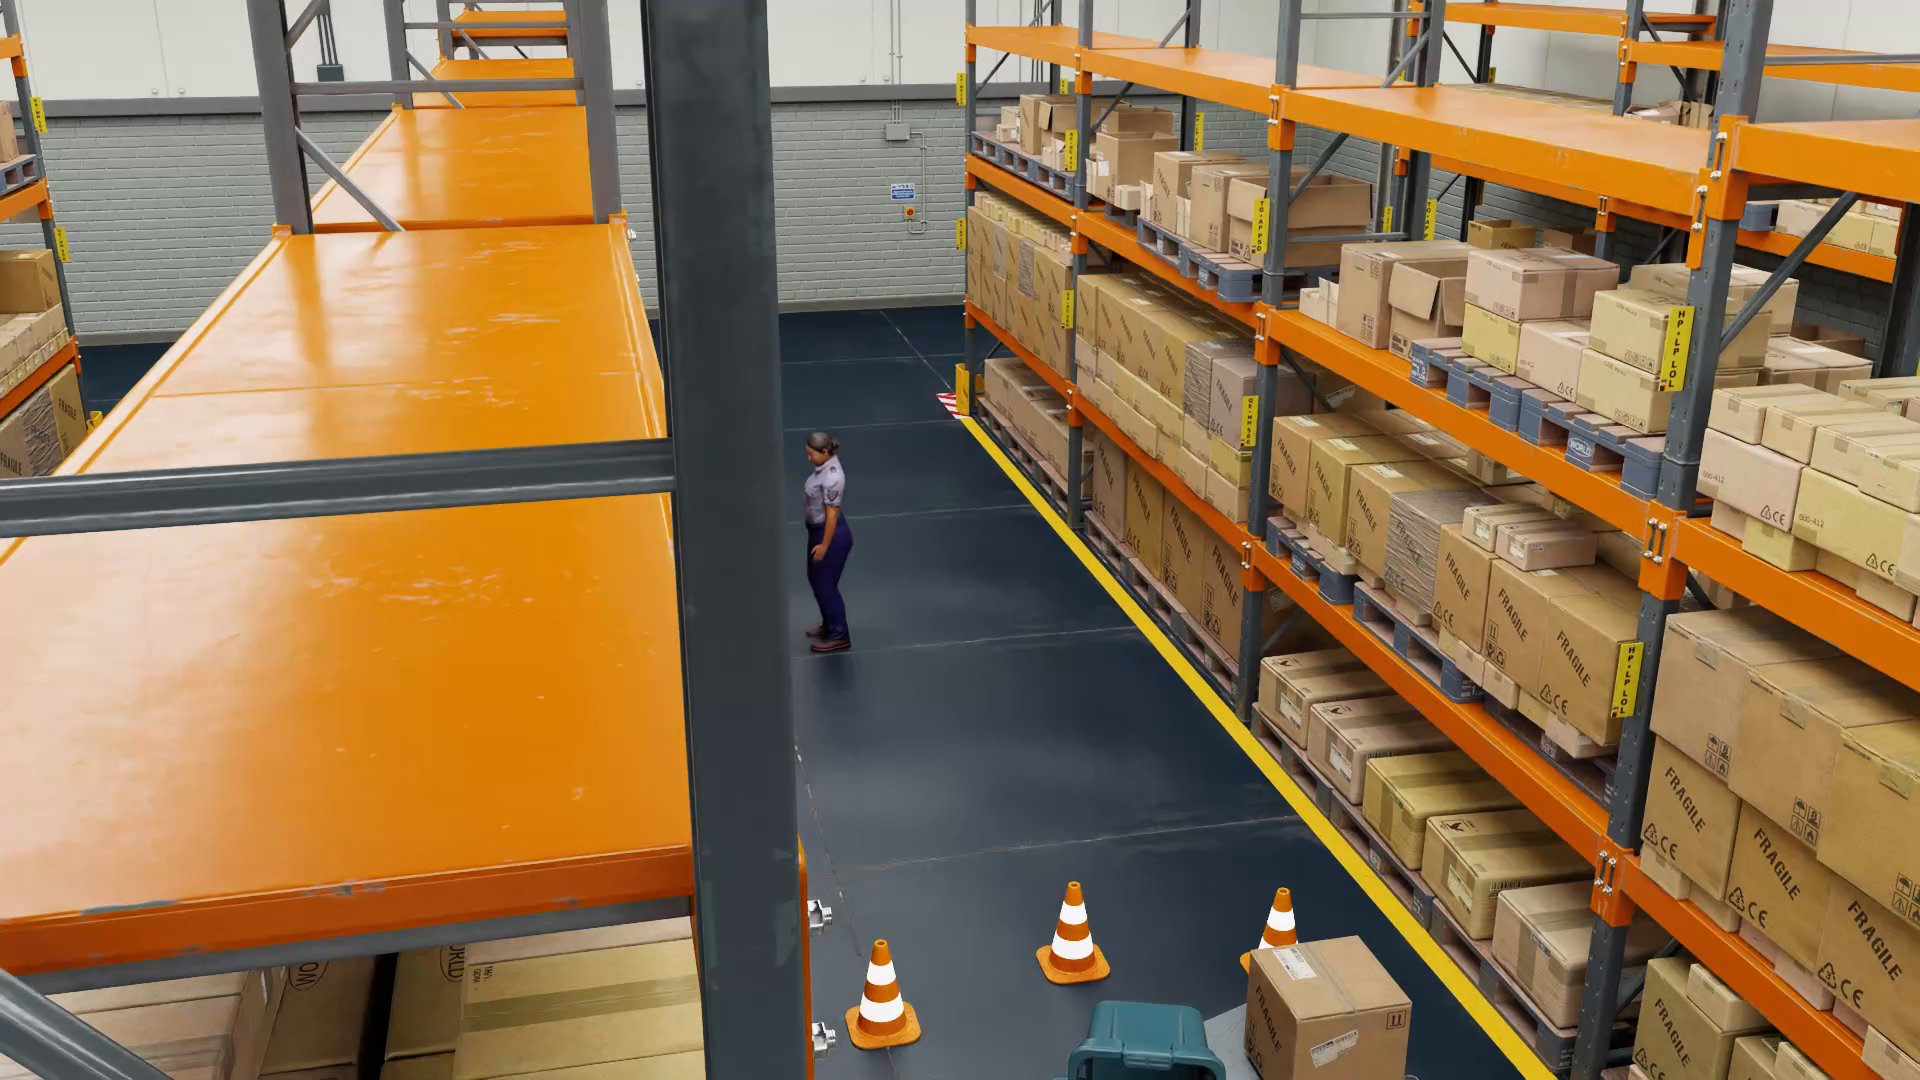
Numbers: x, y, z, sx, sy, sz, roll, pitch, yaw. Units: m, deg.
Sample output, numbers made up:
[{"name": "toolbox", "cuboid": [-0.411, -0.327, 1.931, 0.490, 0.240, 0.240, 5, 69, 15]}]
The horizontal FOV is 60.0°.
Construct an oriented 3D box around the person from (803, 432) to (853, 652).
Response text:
[{"name": "person", "cuboid": [-0.962, 0.000, 12.128, 0.342, 1.640, 0.477, -4, 20, -11]}]
